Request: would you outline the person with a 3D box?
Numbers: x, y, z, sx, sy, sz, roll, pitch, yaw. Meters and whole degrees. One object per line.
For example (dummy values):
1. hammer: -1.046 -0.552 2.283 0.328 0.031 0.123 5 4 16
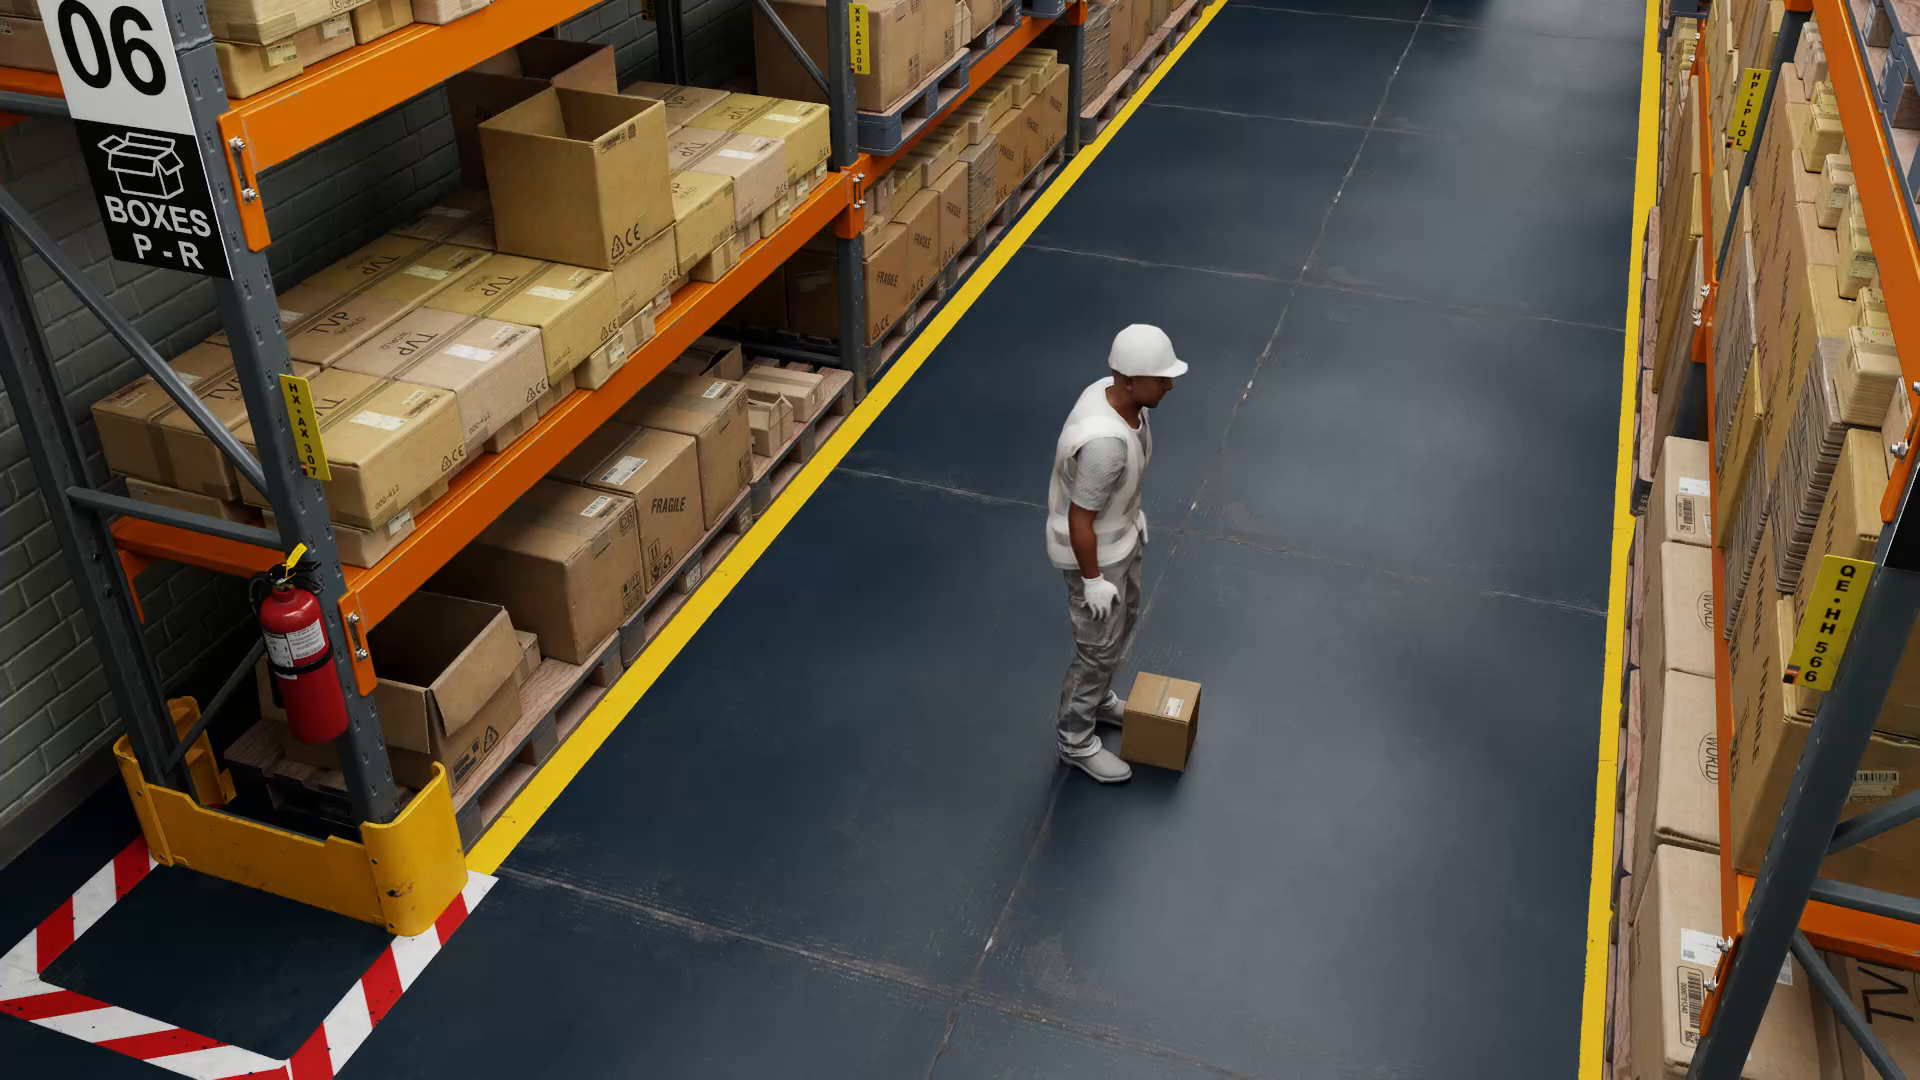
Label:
1. person: 0.549 0.032 6.081 0.448 1.774 0.616 10 34 15
